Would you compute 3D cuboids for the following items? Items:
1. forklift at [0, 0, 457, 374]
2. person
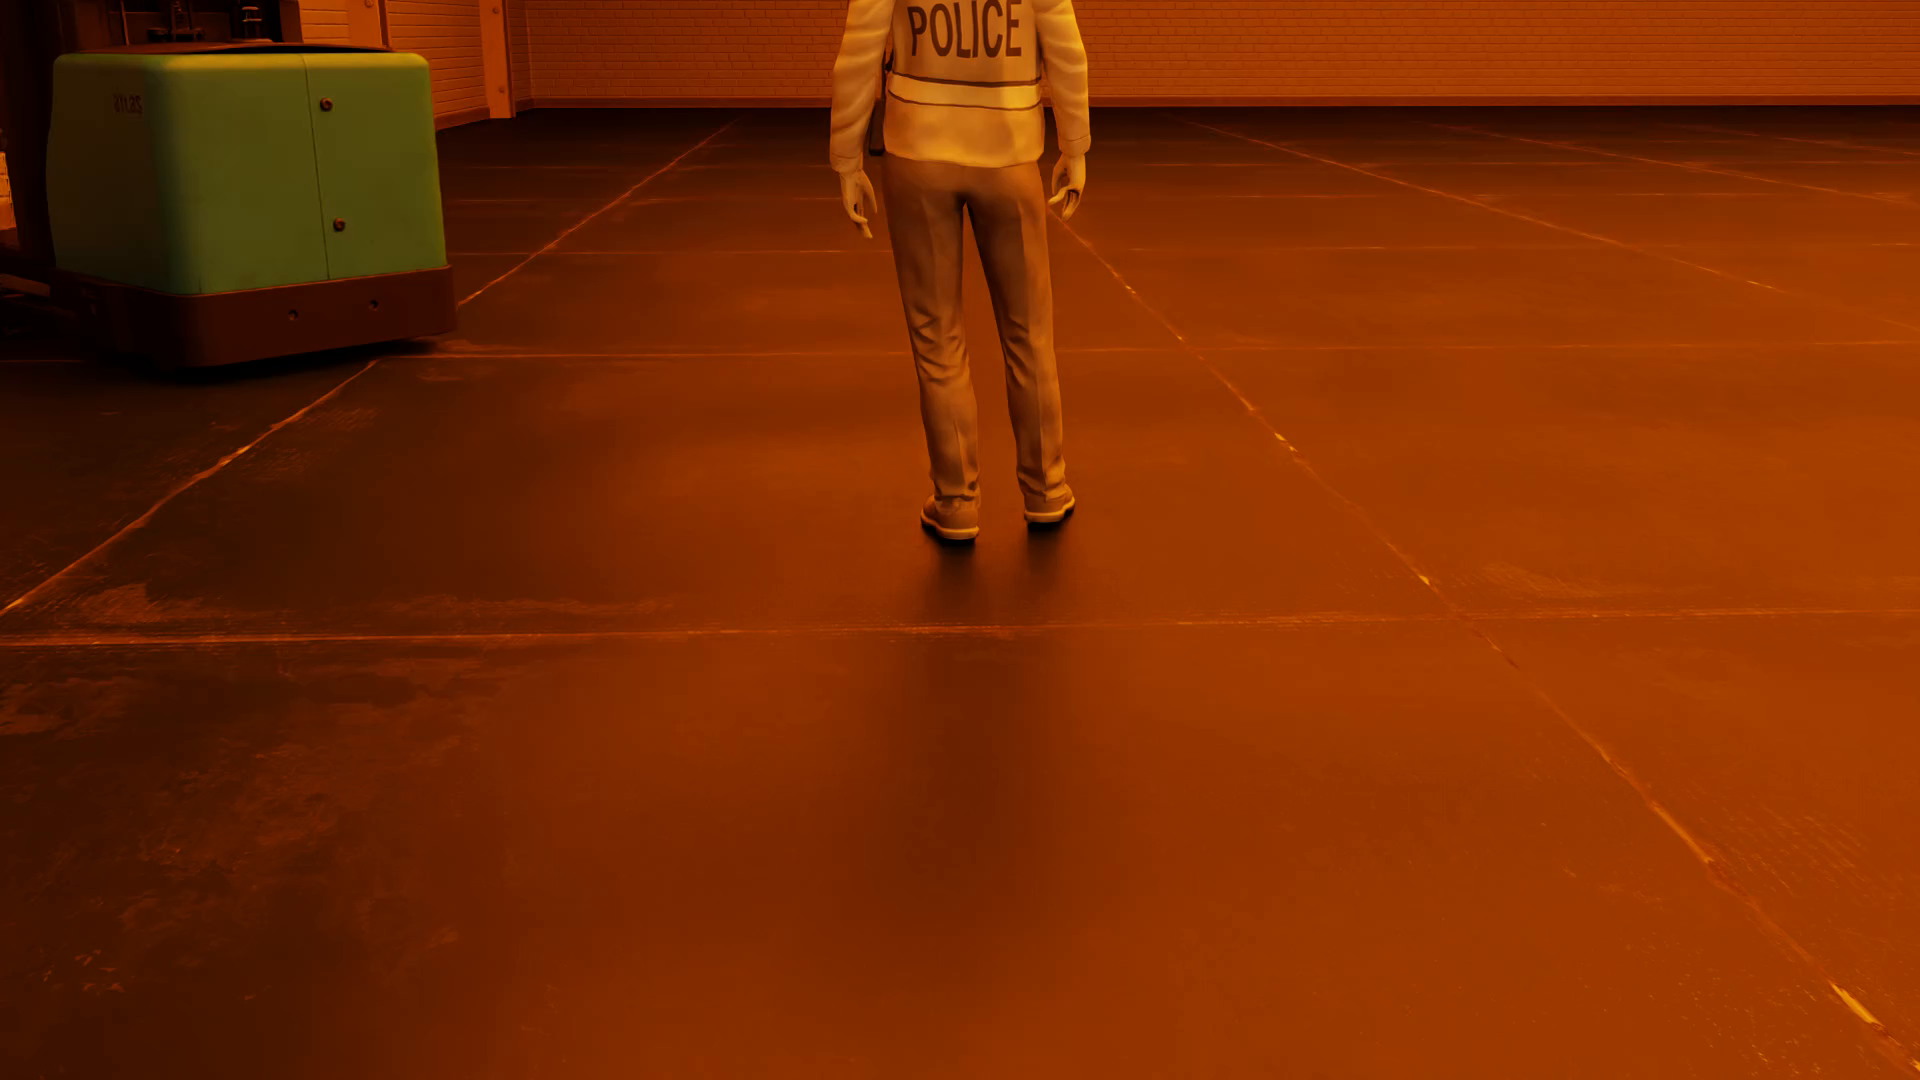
[{"bbox_3d":[-3.328,-2.308,6.451,3.031,2.935,1.130,15,22,40],"label":"forklift"},{"bbox_3d":[0.003,-0.837,3.734,0.587,1.695,0.531,-1,17,-3],"label":"person"}]
